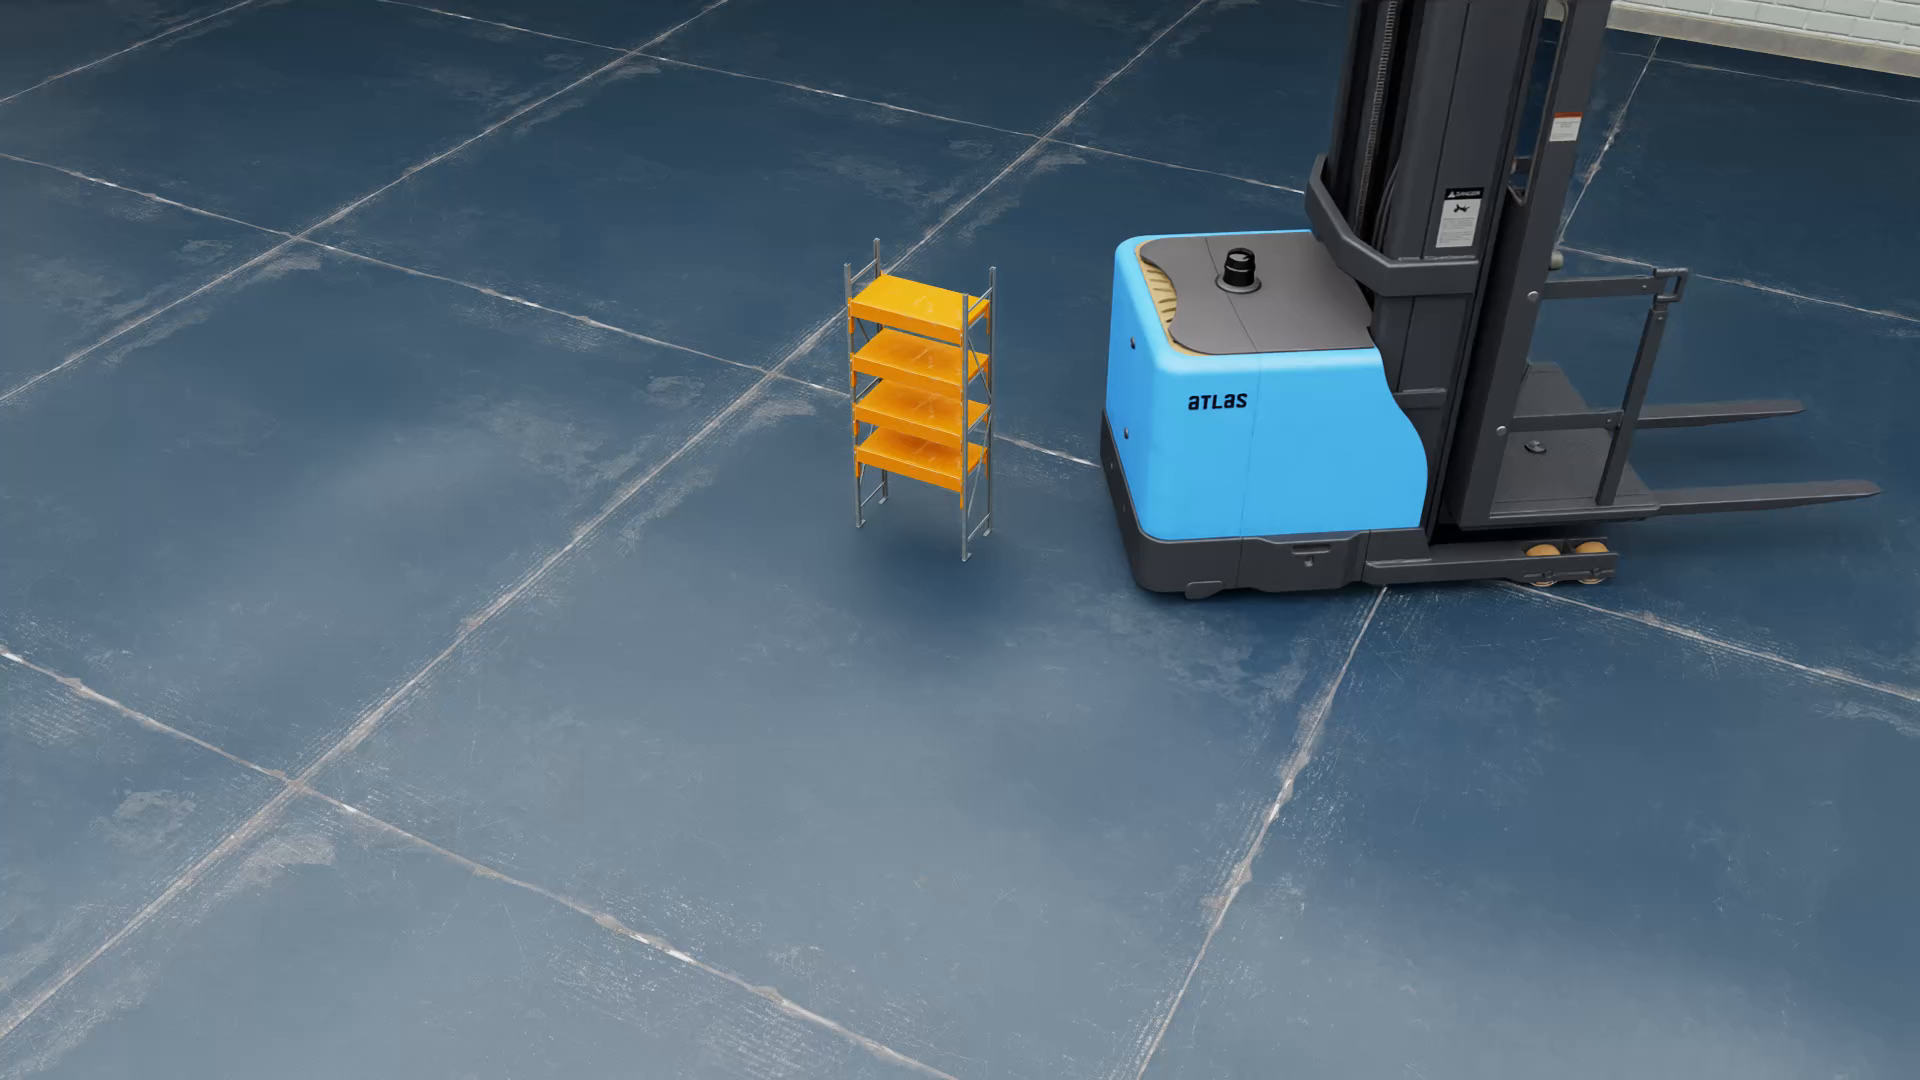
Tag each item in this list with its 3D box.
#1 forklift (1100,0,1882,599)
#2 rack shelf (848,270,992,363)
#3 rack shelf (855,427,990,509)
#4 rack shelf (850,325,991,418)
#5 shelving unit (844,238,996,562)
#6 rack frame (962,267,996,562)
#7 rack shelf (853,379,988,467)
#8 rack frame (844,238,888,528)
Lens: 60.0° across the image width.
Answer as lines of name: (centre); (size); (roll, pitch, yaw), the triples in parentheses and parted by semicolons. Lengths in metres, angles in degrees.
forklift: (2.144, -1.302, 6.040); (3.031, 2.935, 1.130); (-3, 37, -4)
rack shelf: (-0.147, -0.837, 6.210); (0.480, 0.148, 0.258); (17, 41, 21)
rack shelf: (-0.147, -0.312, 6.609); (0.480, 0.148, 0.258); (17, 41, 21)
rack shelf: (-0.147, -0.649, 6.353); (0.480, 0.148, 0.258); (17, 41, 21)
shelving unit: (-0.147, -0.524, 6.448); (0.503, 1.200, 0.258); (17, 41, 21)
rack frame: (0.070, -0.456, 6.358); (0.015, 1.200, 0.240); (17, 41, 21)
rack shelf: (-0.147, -0.470, 6.489); (0.480, 0.148, 0.258); (17, 41, 21)
rack frame: (-0.364, -0.592, 6.537); (0.015, 1.200, 0.240); (17, 41, 21)
